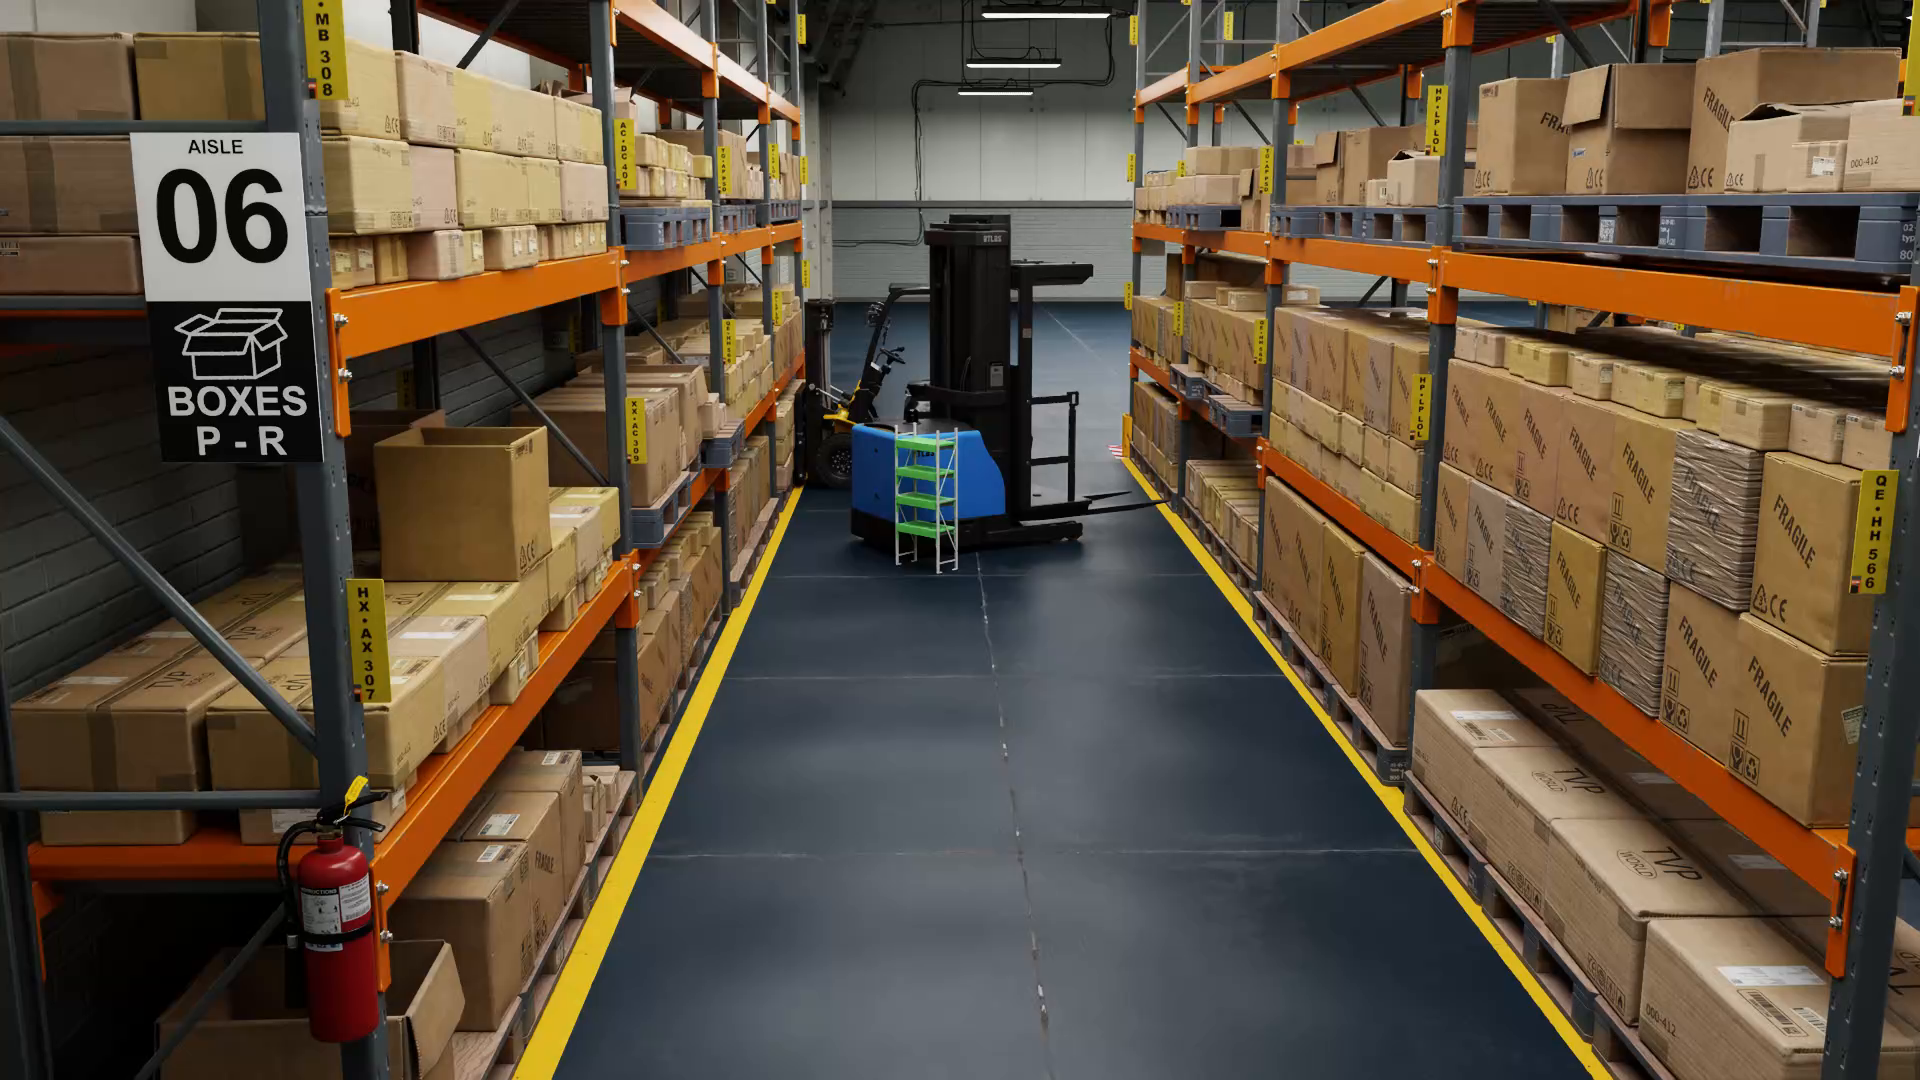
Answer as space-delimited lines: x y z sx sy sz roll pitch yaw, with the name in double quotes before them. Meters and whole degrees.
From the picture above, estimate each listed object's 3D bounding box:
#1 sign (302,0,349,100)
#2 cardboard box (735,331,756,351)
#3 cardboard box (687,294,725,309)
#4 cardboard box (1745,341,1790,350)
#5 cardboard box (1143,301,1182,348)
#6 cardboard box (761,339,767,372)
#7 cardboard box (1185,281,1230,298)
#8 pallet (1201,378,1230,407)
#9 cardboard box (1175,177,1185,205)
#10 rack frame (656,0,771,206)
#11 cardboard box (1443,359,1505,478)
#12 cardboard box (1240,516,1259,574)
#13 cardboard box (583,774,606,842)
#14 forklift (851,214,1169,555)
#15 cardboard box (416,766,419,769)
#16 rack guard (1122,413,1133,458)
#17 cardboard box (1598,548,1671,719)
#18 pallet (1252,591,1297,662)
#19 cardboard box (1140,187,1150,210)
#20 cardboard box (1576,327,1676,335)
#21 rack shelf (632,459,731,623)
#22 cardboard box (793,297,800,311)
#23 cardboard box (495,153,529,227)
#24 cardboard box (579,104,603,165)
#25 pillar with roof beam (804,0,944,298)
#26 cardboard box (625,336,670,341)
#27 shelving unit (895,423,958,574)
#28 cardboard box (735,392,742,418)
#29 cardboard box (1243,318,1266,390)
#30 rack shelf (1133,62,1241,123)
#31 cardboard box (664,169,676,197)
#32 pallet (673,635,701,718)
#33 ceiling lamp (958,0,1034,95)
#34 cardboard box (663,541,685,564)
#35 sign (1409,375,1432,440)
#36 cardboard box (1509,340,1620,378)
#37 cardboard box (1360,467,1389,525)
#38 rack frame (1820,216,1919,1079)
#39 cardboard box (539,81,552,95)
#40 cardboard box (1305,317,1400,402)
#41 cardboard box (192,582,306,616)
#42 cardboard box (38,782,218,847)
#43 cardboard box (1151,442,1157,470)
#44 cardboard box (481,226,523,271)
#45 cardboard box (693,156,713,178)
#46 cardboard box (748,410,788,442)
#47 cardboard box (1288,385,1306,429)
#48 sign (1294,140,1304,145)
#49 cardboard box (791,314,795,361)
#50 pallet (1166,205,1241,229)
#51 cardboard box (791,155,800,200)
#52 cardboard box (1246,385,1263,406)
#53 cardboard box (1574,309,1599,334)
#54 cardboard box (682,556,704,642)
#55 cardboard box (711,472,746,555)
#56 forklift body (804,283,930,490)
"sign" -1.514 -1.215 3.952 0.100 0.325 0.005 0 11 -1
"cardboard box" -1.936 -1.693 14.169 0.380 0.149 0.250 -1 11 -3
"cardboard box" -2.649 -2.478 17.291 0.380 0.149 0.250 0 11 -2
"cardboard box" 7.366 -1.505 14.872 0.500 0.500 0.500 0 11 -1
"cardboard box" 2.334 -2.411 18.591 0.500 0.500 0.500 0 11 -2
"cardboard box" -2.021 -1.672 15.069 0.500 0.250 0.500 -1 11 -3
"cardboard box" 2.314 -2.344 15.574 0.380 0.149 0.250 0 11 -1
"pallet" 2.659 -1.225 14.226 1.003 0.211 1.213 0 11 -1
"cardboard box" 2.269 -3.205 15.282 0.500 0.250 0.500 -1 11 -3
"rack frame" -2.304 -4.640 15.487 1.000 3.000 0.127 0 11 -1
"cardboard box" 2.591 -0.574 7.768 0.500 0.500 0.500 0 11 -1
"cardboard box" 2.739 0.044 13.042 0.950 0.372 0.625 -1 12 -5
"cardboard box" -1.826 1.205 7.585 0.396 0.266 0.258 0 11 1
"forklift" 0.538 -1.499 15.266 3.031 2.935 1.130 -7 13 -30
"cardboard box" -1.881 0.640 5.183 0.380 0.149 0.250 0 11 -2
"rack guard" 2.577 -1.276 20.281 1.175 0.500 0.348 0 11 -1
"cardboard box" 2.616 0.319 5.883 0.500 0.500 0.500 0 11 0
"pallet" 2.682 0.598 11.772 1.003 0.211 1.213 0 11 -1
"cardboard box" 2.320 -3.857 18.802 0.500 0.250 0.500 0 11 -2
"cardboard box" 3.148 -0.928 7.880 0.380 0.149 0.250 0 11 -2
"rack shelf" -2.180 -0.154 10.276 1.077 0.370 4.000 0 11 -1
"cardboard box" -2.065 -2.743 19.345 0.380 0.149 0.250 0 11 0
"cardboard box" -1.855 -1.251 5.959 0.500 0.250 0.500 0 11 -2
"cardboard box" -1.888 -1.797 7.393 0.500 0.250 0.500 0 11 -1
"pillar with roof beam" 0.534 -10.081 42.309 9.100 9.000 0.548 0 11 -1
"cardboard box" -2.583 -1.589 13.653 0.380 0.149 0.250 0 11 -2
"shelving unit" -0.284 -0.358 13.998 0.503 1.200 0.258 11 16 43
"cardboard box" -1.992 -1.020 13.112 0.500 0.250 0.500 0 11 -2
"cardboard box" 2.453 -1.415 12.627 0.500 0.500 0.500 -1 11 -3
"rack shelf" 2.617 -4.704 17.623 1.077 0.370 4.000 0 11 -1
"cardboard box" -1.741 -1.924 8.971 0.380 0.149 0.250 0 11 0
"pallet" -2.222 0.853 10.517 1.003 0.211 1.213 0 11 -1
"ceiling lamp" 0.935 -13.368 43.830 2.000 3.185 0.800 0 11 -1
"cardboard box" -1.995 0.103 10.798 0.380 0.149 0.250 0 11 -2
"sign" 2.281 -0.655 8.221 0.100 0.325 0.005 0 11 -1
"cardboard box" 2.583 -0.772 7.116 0.380 0.149 0.250 0 11 -2
"cardboard box" 2.553 -0.246 9.298 0.500 0.250 0.500 0 11 -2
"rack frame" 2.906 0.665 4.430 1.000 3.000 0.127 0 11 -1
"cardboard box" -2.253 -2.173 8.406 0.396 0.266 0.258 0 11 -1
"cardboard box" 2.522 -1.164 10.678 0.500 0.500 0.500 0 11 0
"cardboard box" -2.346 0.322 5.747 0.500 0.250 0.500 0 11 1
"cardboard box" -2.332 0.744 4.670 0.380 0.149 0.250 0 11 -2
"cardboard box" 2.350 -0.902 18.013 0.500 0.250 0.500 0 11 0
"cardboard box" -1.765 -1.031 5.874 0.380 0.149 0.250 0 11 -1
"cardboard box" -1.919 -2.575 11.481 0.380 0.149 0.250 0 11 1
"cardboard box" -2.001 -1.145 16.696 0.500 0.250 0.500 0 11 -2
"cardboard box" 2.514 -0.893 11.226 0.500 0.250 0.500 0 11 0
"sign" 3.213 -3.640 15.814 0.100 0.325 0.005 0 11 -1
"cardboard box" -2.102 -2.242 18.505 0.500 0.500 0.500 0 11 -2
"pallet" 2.564 -2.976 15.301 1.213 0.211 1.003 0 11 -1
"cardboard box" -2.134 -4.182 19.214 0.500 0.500 0.500 0 11 1
"cardboard box" 2.421 -1.126 12.829 0.380 0.149 0.250 0 11 0
"cardboard box" 7.495 -2.335 18.839 0.875 0.550 0.550 0 11 -1
"cardboard box" -1.985 0.401 10.958 0.500 0.500 0.500 0 11 1
"cardboard box" -2.242 -0.200 13.610 0.875 0.625 0.625 0 11 1
"forklift body" -0.524 -1.709 18.266 2.313 2.155 1.214 0 11 -1
